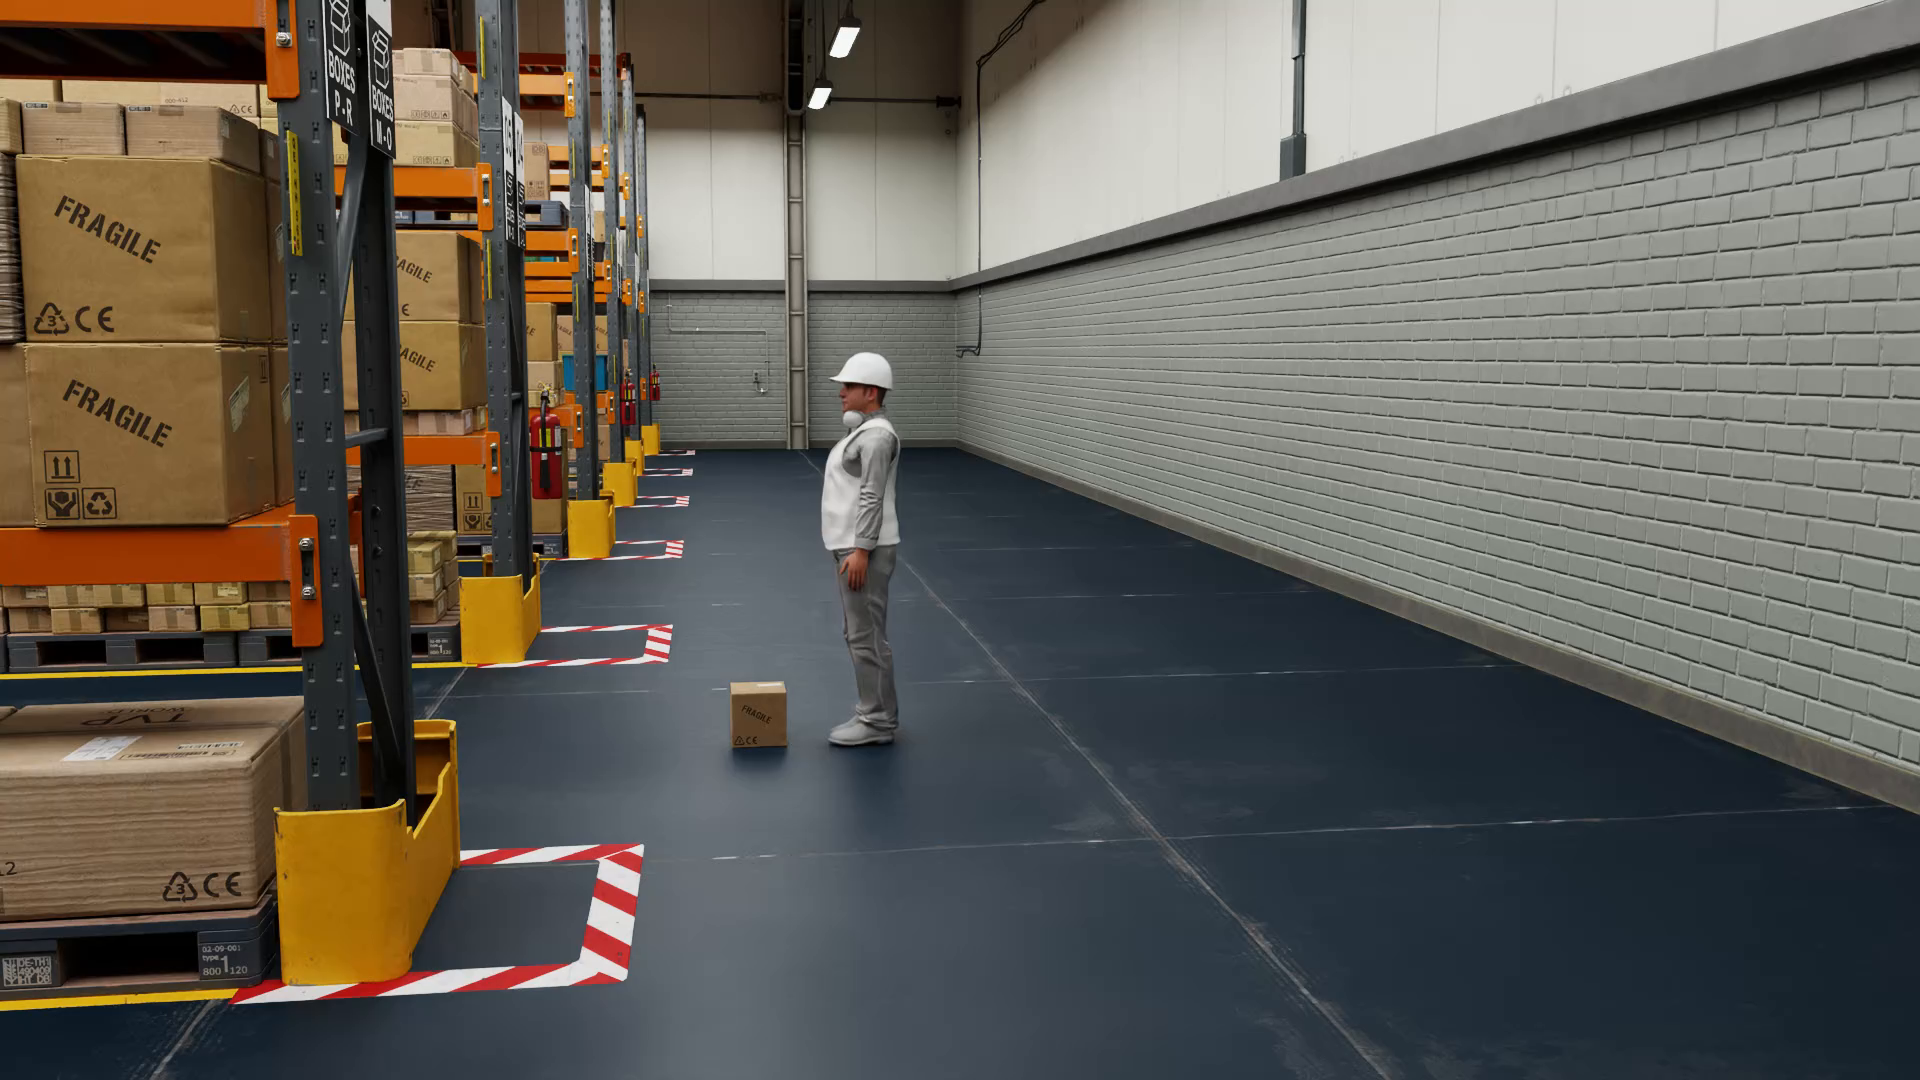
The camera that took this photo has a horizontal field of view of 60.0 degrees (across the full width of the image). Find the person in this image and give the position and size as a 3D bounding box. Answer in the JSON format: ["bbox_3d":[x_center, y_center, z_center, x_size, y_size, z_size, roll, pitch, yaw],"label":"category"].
[{"bbox_3d":[-0.454,0.053,7.603,0.356,1.808,0.534,-1,6,-8],"label":"person"}]
